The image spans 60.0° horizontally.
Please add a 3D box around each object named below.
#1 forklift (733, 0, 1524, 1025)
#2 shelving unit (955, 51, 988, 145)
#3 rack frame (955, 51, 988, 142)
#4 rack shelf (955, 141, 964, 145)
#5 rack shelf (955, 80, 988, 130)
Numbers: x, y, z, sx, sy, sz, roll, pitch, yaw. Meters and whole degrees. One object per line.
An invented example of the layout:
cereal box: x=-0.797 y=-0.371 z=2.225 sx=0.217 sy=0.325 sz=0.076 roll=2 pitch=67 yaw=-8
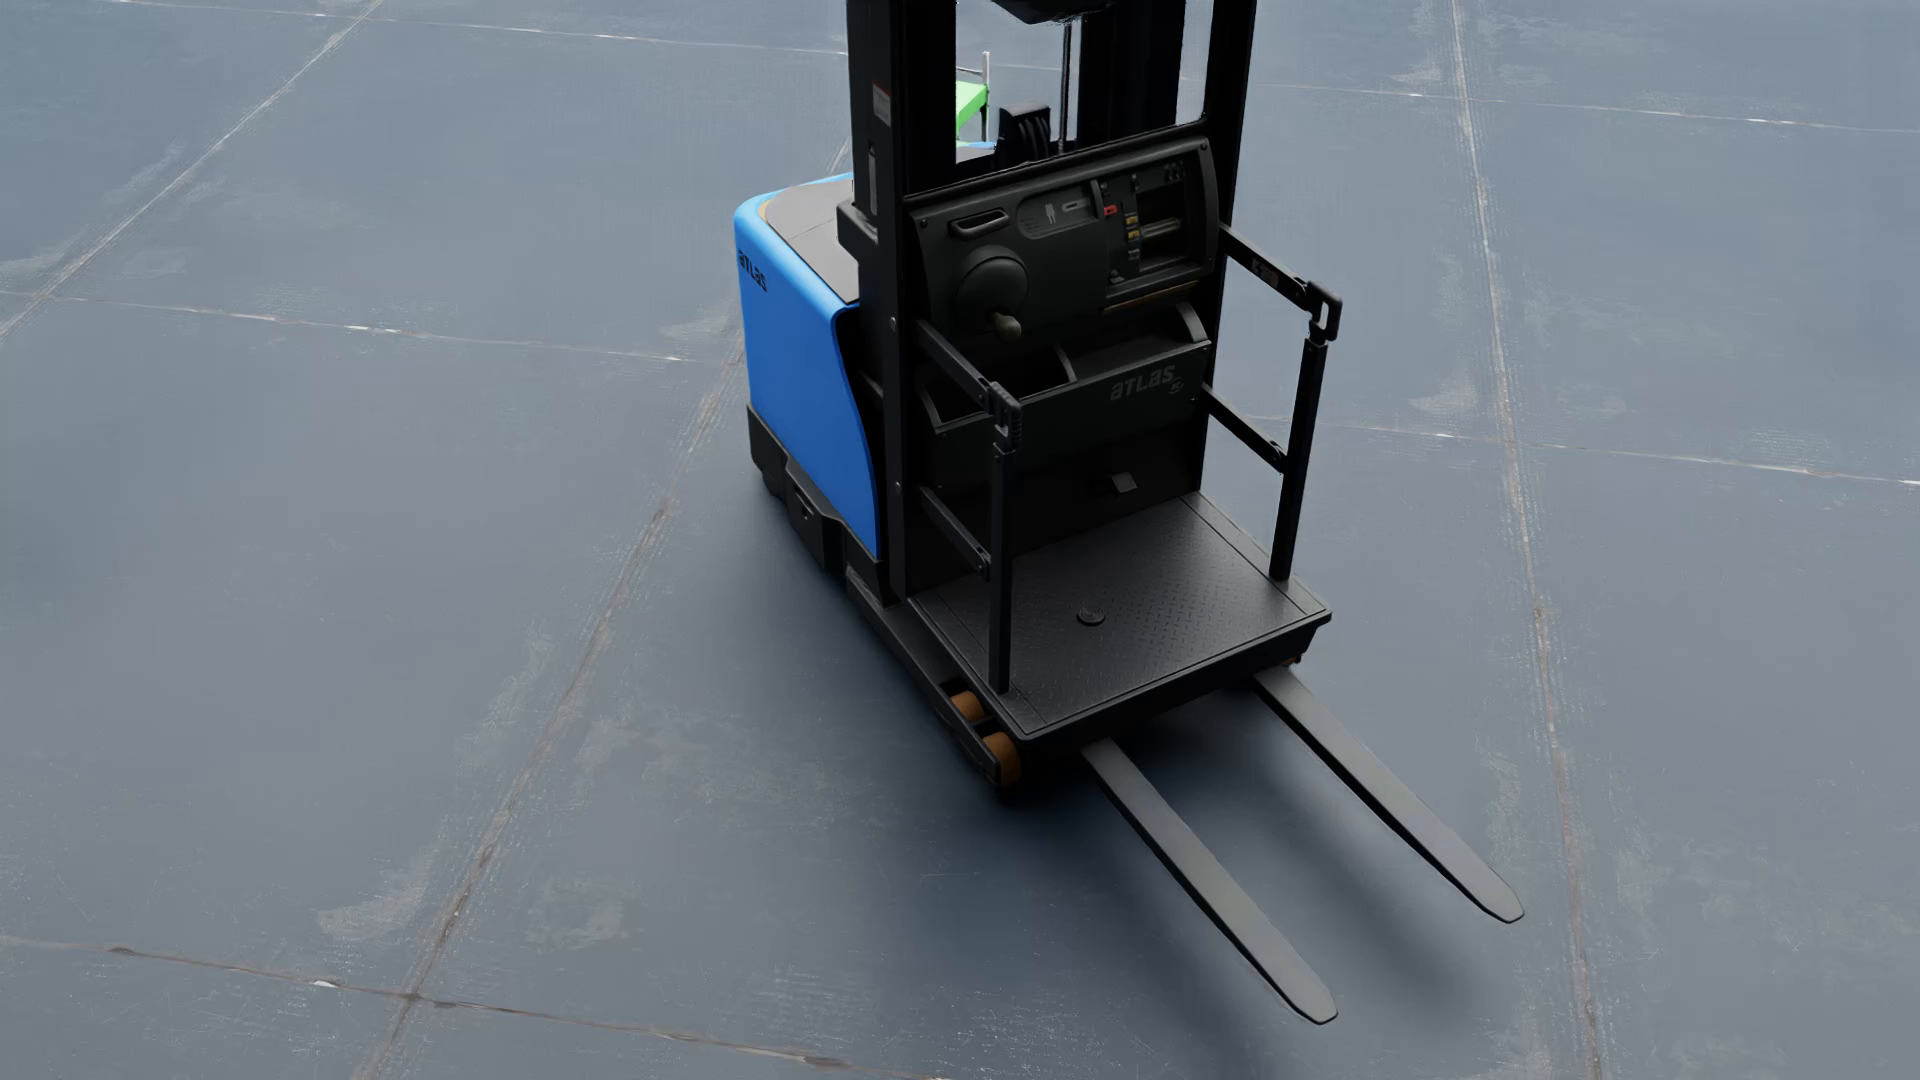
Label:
forklift: x=0.409 y=-0.737 z=4.342 sx=1.130 sy=2.935 sz=3.031 roll=-20 pitch=44 yaw=-22
shelving unit: x=-0.115 y=-1.183 z=6.240 sx=0.258 sy=1.200 sz=0.503 roll=17 pitch=42 yaw=19
rack frame: x=-0.010 y=-1.324 z=6.410 sx=0.240 sy=1.200 sz=0.015 roll=17 pitch=42 yaw=19
rack shelf: x=-0.115 y=-1.319 z=6.127 sx=0.258 sy=0.148 sz=0.480 roll=17 pitch=42 yaw=19
rack shelf: x=-0.115 y=-1.504 z=5.975 sx=0.258 sy=0.148 sz=0.480 roll=17 pitch=42 yaw=19
